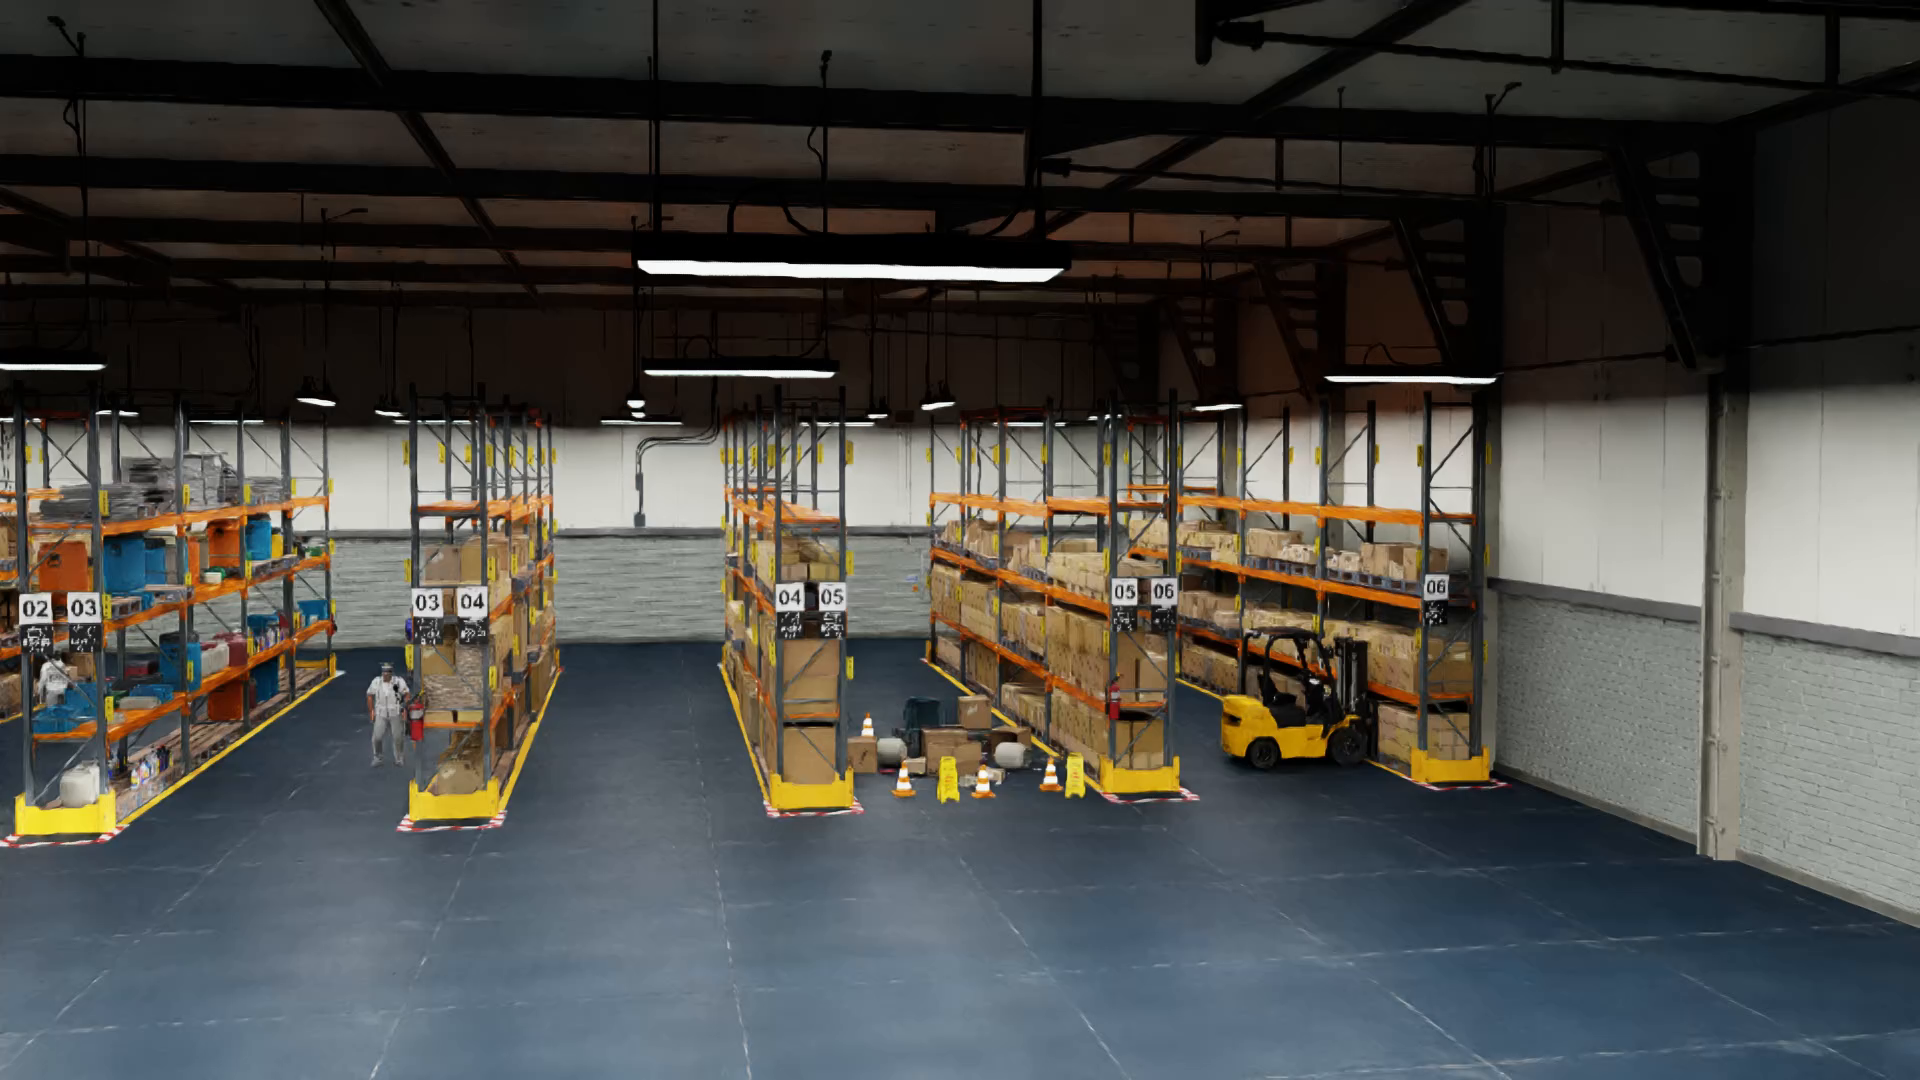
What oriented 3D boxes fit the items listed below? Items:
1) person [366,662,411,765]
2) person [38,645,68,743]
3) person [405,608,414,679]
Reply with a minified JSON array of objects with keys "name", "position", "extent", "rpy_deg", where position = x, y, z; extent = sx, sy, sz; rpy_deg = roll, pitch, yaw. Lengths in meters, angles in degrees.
[{"name":"person","position":[-9.216,2.793,26.821],"extent":[0.682,1.711,0.542],"rpy_deg":[-1,3,-11]},{"name":"person","position":[-15.858,2.682,29.065],"extent":[0.537,1.665,0.573],"rpy_deg":[1,3,18]},{"name":"person","position":[-12.257,2.299,37.458],"extent":[0.461,1.596,0.986],"rpy_deg":[-1,3,-12]}]
